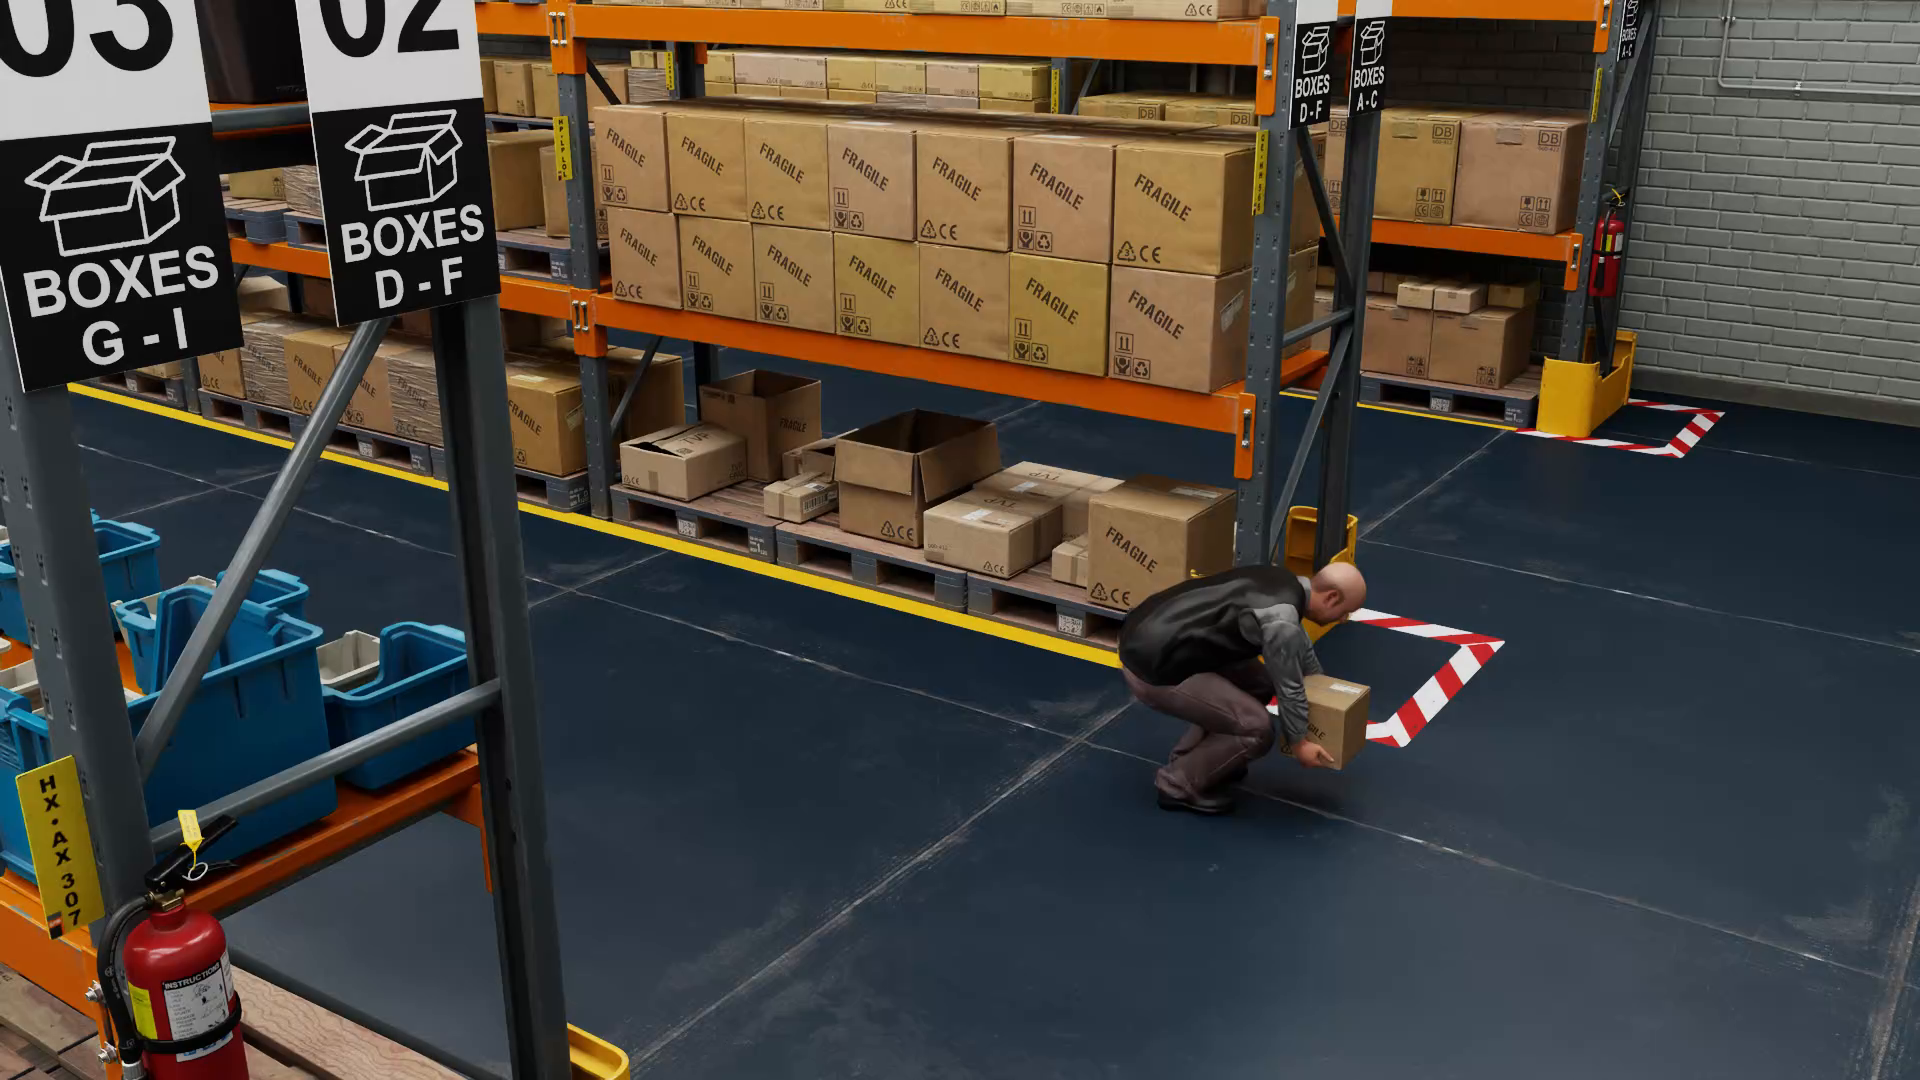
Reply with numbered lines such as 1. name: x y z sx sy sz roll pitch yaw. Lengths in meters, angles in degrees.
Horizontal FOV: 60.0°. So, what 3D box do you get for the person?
1. person: 1.065 0.534 6.277 0.937 0.947 0.503 2 20 6
